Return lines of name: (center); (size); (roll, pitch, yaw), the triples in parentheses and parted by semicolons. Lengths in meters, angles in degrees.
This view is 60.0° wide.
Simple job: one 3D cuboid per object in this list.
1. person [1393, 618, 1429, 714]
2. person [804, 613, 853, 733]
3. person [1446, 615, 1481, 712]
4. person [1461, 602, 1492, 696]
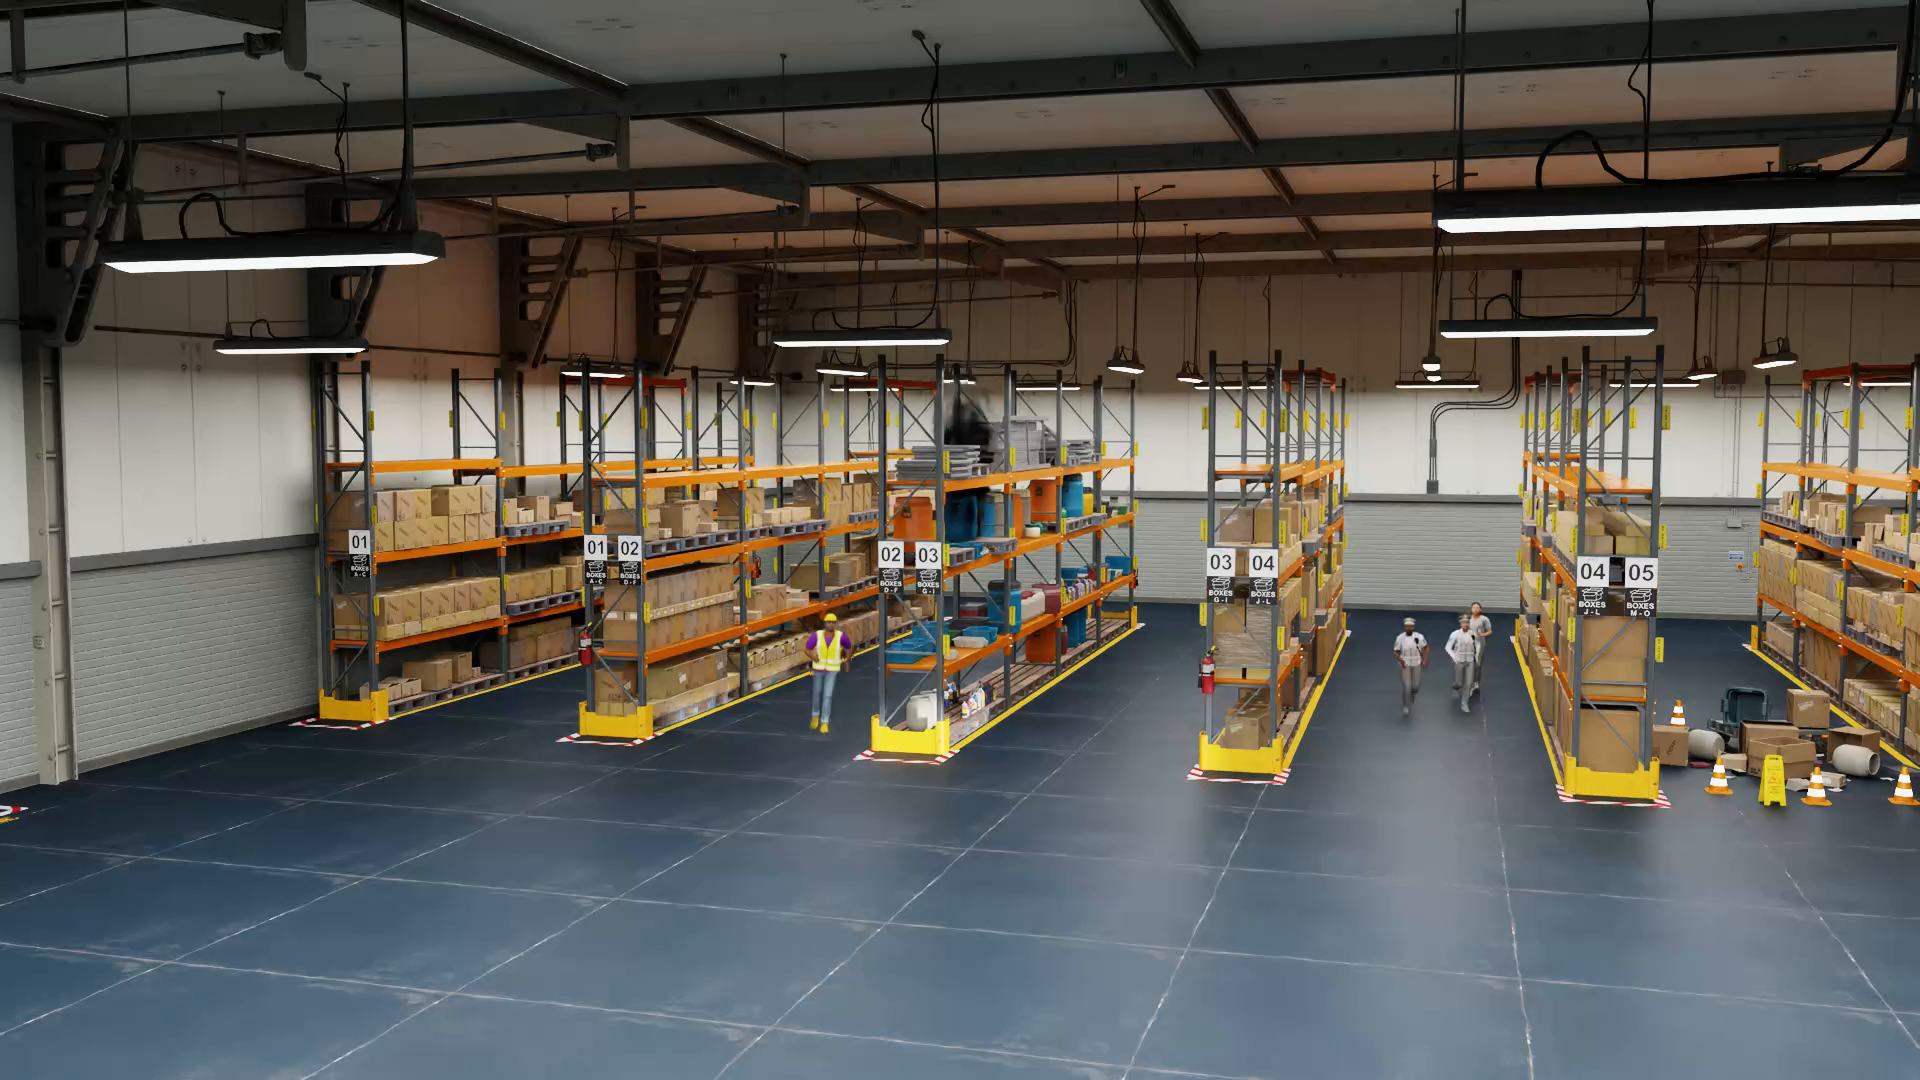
person: (7.721, 2.153, 28.478); (0.597, 1.659, 0.605); (1, 4, 12)
person: (-2.019, 2.019, 25.384); (0.731, 1.811, 0.840); (0, 4, -2)
person: (8.762, 2.119, 28.926); (0.619, 1.676, 0.721); (0, 4, 3)
person: (9.509, 1.977, 30.634); (0.559, 1.703, 0.839); (1, 4, 18)
